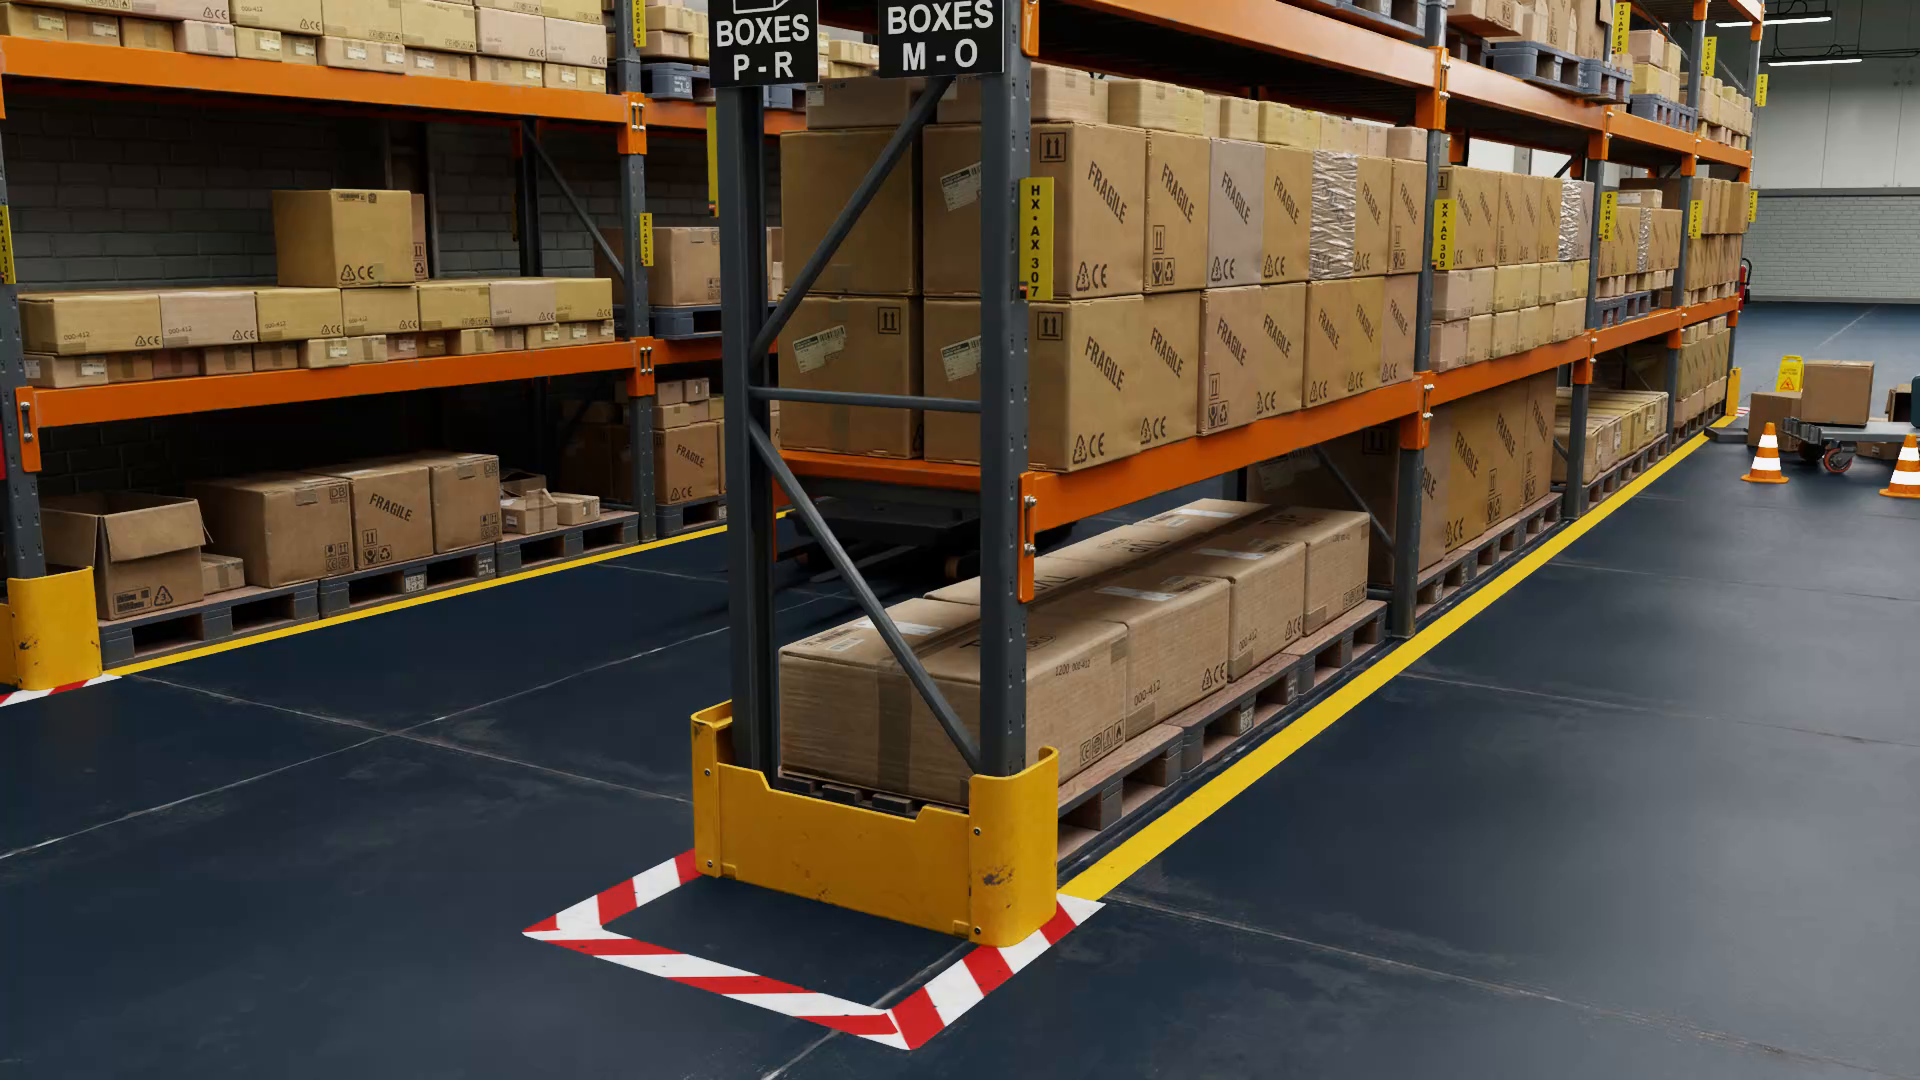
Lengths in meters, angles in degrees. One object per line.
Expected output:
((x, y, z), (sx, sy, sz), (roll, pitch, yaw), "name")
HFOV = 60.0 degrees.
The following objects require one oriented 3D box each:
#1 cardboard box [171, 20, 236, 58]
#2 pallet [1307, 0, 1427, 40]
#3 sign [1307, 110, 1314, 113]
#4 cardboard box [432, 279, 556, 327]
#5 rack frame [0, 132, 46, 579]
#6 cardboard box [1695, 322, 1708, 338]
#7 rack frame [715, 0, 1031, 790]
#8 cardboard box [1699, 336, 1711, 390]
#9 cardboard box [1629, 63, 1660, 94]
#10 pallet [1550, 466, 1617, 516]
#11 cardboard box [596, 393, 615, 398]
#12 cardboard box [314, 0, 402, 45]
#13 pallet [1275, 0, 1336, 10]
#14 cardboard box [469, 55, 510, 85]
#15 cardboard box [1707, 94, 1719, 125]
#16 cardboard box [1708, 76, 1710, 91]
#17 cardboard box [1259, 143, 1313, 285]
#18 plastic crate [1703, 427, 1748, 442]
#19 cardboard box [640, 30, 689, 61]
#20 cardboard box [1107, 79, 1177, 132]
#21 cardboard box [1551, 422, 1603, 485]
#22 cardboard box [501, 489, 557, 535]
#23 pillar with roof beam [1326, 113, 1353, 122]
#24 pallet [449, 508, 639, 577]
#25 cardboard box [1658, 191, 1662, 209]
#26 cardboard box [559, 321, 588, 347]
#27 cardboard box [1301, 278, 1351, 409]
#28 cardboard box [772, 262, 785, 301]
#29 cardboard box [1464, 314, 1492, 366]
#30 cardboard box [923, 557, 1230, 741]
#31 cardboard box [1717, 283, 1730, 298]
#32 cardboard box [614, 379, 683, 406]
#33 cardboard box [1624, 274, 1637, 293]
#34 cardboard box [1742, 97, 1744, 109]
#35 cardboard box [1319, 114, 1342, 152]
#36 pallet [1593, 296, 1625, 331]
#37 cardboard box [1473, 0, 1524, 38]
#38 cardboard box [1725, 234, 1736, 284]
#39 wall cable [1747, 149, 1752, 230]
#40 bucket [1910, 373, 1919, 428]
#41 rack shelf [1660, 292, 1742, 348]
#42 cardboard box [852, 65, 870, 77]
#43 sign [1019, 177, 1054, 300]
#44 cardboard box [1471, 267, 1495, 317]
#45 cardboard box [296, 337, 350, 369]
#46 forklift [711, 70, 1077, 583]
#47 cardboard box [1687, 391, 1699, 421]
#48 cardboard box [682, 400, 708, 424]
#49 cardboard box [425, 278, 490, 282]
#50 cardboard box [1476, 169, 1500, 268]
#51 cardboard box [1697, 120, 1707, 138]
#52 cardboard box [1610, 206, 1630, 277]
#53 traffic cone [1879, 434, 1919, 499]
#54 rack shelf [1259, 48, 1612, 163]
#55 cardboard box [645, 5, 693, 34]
((-3.666, -2.367, 7.890), (0.380, 0.149, 0.250), (7, 13, 32), "cardboard box")
((1.378, -2.335, 7.277), (1.003, 0.211, 1.213), (6, 12, 31), "pallet")
((4.254, -5.209, 20.199), (0.100, 0.325, 0.005), (6, 12, 31), "sign")
((-2.736, -1.394, 9.762), (0.500, 0.250, 0.500), (6, 12, 31), "cardboard box")
((-4.509, -0.876, 7.396), (1.000, 3.000, 0.127), (6, 12, 31), "rack frame")
((7.021, -2.037, 16.126), (0.380, 0.149, 0.250), (7, 13, 34), "cardboard box")
((-0.265, -0.402, 4.866), (1.000, 3.000, 0.127), (6, 12, 31), "rack frame")
((7.041, -1.747, 16.341), (0.500, 0.500, 0.500), (7, 13, 34), "cardboard box")
((5.253, -3.632, 13.232), (0.500, 0.250, 0.500), (7, 12, 31), "cardboard box")
((4.295, -0.413, 12.499), (1.003, 0.211, 1.213), (6, 12, 31), "pallet")
((-2.356, -0.929, 11.568), (0.380, 0.149, 0.250), (6, 12, 31), "cardboard box")
((-3.274, -2.711, 8.648), (0.500, 0.250, 0.500), (6, 12, 30), "cardboard box")
((0.744, -2.143, 6.256), (1.003, 0.211, 1.213), (6, 12, 31), "pallet")
((-2.775, -2.653, 9.422), (0.380, 0.149, 0.250), (6, 12, 30), "cardboard box")
((6.687, -3.962, 15.326), (0.500, 0.250, 0.500), (6, 12, 30), "cardboard box")
((6.518, -4.095, 14.952), (0.380, 0.149, 0.250), (7, 13, 32), "cardboard box")
((1.009, -1.233, 6.317), (0.500, 0.500, 0.500), (6, 12, 31), "cardboard box")
((7.481, -1.023, 16.116), (0.402, 0.080, 0.583), (2, 11, 11), "plastic crate")
((-1.938, -3.121, 10.504), (0.380, 0.149, 0.250), (7, 12, 32), "cardboard box")
((0.464, -1.369, 5.279), (0.380, 0.149, 0.250), (7, 13, 32), "cardboard box")
((4.190, -0.663, 12.260), (0.950, 0.372, 0.625), (5, 12, 27), "cardboard box")
((-2.656, -0.196, 10.052), (0.396, 0.266, 0.258), (7, 13, 33), "cardboard box")
((9.460, -6.850, 23.004), (9.100, 9.000, 0.400), (6, 12, 31), "pillar with roof beam")
((-2.790, -0.026, 10.437), (1.003, 0.211, 1.213), (6, 12, 31), "pallet")
((5.572, -2.806, 13.724), (0.380, 0.149, 0.250), (6, 12, 29), "cardboard box")
((-2.499, -1.264, 10.153), (0.380, 0.149, 0.250), (7, 13, 32), "cardboard box")
((1.278, -0.821, 6.833), (0.500, 0.500, 0.500), (6, 12, 30), "cardboard box")
((-1.383, -1.827, 11.702), (0.396, 0.266, 0.258), (7, 13, 33), "cardboard box")
((2.533, -1.083, 8.911), (0.500, 0.250, 0.500), (6, 12, 29), "cardboard box")
((0.460, 0.393, 6.442), (0.875, 0.438, 0.875), (7, 13, 32), "cardboard box")
((7.735, -2.584, 17.202), (0.380, 0.149, 0.250), (7, 12, 32), "cardboard box")
((-2.071, -0.985, 11.057), (0.380, 0.149, 0.250), (6, 12, 30), "cardboard box")
((5.097, -2.026, 13.083), (0.380, 0.149, 0.250), (7, 13, 32), "cardboard box")
((7.952, -4.543, 17.349), (0.380, 0.149, 0.250), (7, 12, 32), "cardboard box")
((1.341, -1.658, 6.824), (0.380, 0.149, 0.250), (6, 12, 30), "cardboard box")
((4.167, -1.689, 12.258), (1.213, 0.211, 1.003), (6, 12, 31), "pallet")
((2.768, -2.763, 8.818), (0.380, 0.166, 0.250), (5, 12, 27), "cardboard box")
((7.732, -2.924, 17.256), (0.500, 0.500, 0.500), (6, 12, 31), "cardboard box")
((20.901, -9.847, 47.448), (3.097, 2.526, 0.112), (6, 12, 31), "wall cable")
((8.348, -1.212, 13.958), (0.620, 0.611, 0.726), (-20, 21, -35), "bucket")
((7.003, -2.251, 16.694), (1.077, 0.370, 4.000), (6, 12, 31), "rack shelf")
((-0.907, -3.497, 12.567), (0.380, 0.149, 0.250), (7, 12, 31), "cardboard box")
((0.206, -0.813, 4.491), (0.100, 0.325, 0.005), (6, 12, 31), "sign")
((2.528, -1.330, 8.873), (0.500, 0.250, 0.500), (7, 12, 32), "cardboard box")
((-3.393, -0.976, 8.612), (0.380, 0.149, 0.250), (6, 12, 29), "cardboard box")
((-0.336, -1.282, 9.752), (1.130, 2.935, 3.031), (5, 12, 26), "forklift")
((6.770, -1.297, 15.974), (0.500, 0.250, 0.500), (7, 13, 34), "cardboard box")
((-1.941, -0.884, 11.326), (0.380, 0.149, 0.250), (6, 12, 29), "cardboard box")
((-3.175, -1.446, 10.040), (0.500, 0.250, 0.500), (6, 12, 30), "cardboard box")
((2.526, -1.696, 8.790), (0.500, 0.500, 0.500), (6, 12, 30), "cardboard box")
((6.522, -3.702, 15.021), (0.380, 0.149, 0.250), (6, 12, 31), "cardboard box")
((4.584, -2.194, 12.213), (0.500, 0.500, 0.500), (7, 13, 34), "cardboard box")
((7.222, -0.573, 12.671), (0.336, 0.463, 0.334), (6, 12, 31), "traffic cone")
((2.850, -2.467, 9.697), (1.077, 0.370, 4.000), (6, 12, 31), "rack shelf")
((-1.903, -3.263, 10.456), (0.380, 0.149, 0.250), (7, 13, 32), "cardboard box")
